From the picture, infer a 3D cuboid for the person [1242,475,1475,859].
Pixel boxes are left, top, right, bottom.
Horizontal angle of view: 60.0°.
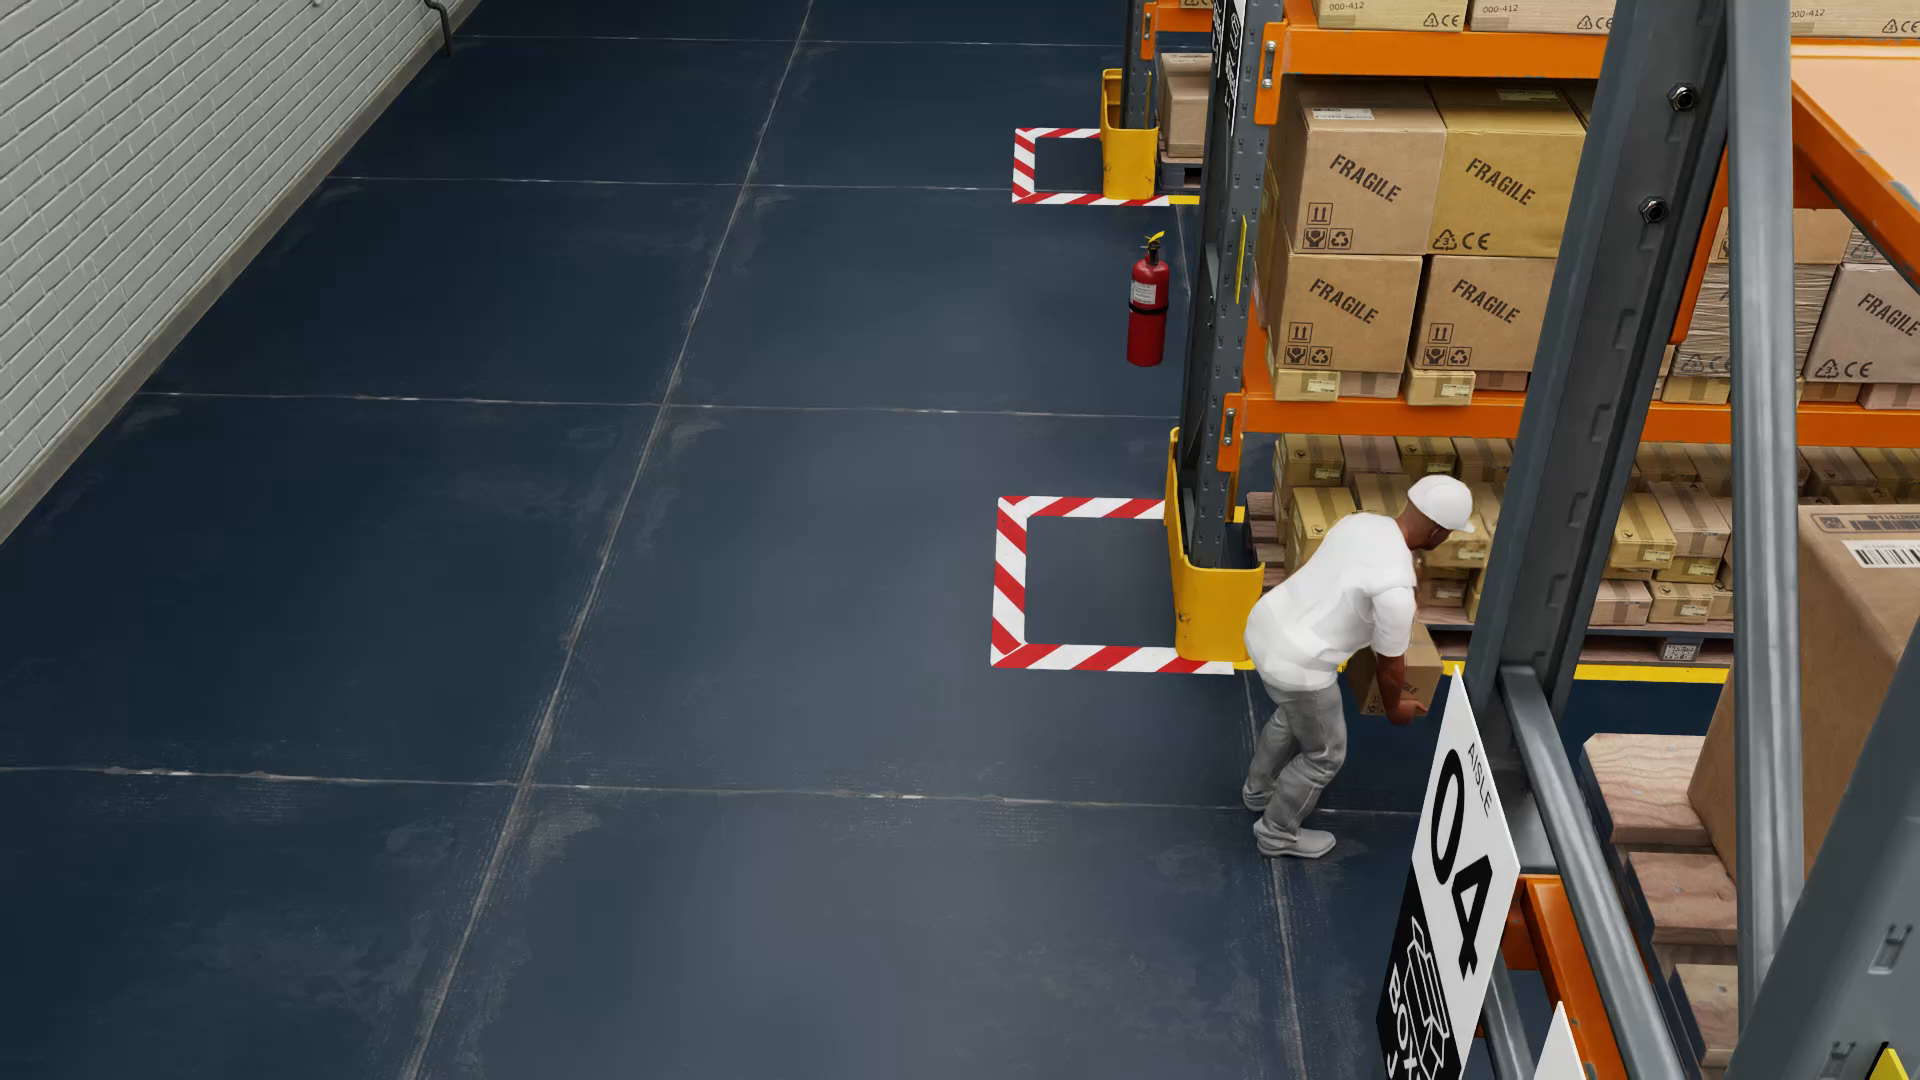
[{"bbox_3d":[1.425,0.454,6.139,0.762,1.589,0.488,-5,36,-6],"label":"person"}]
